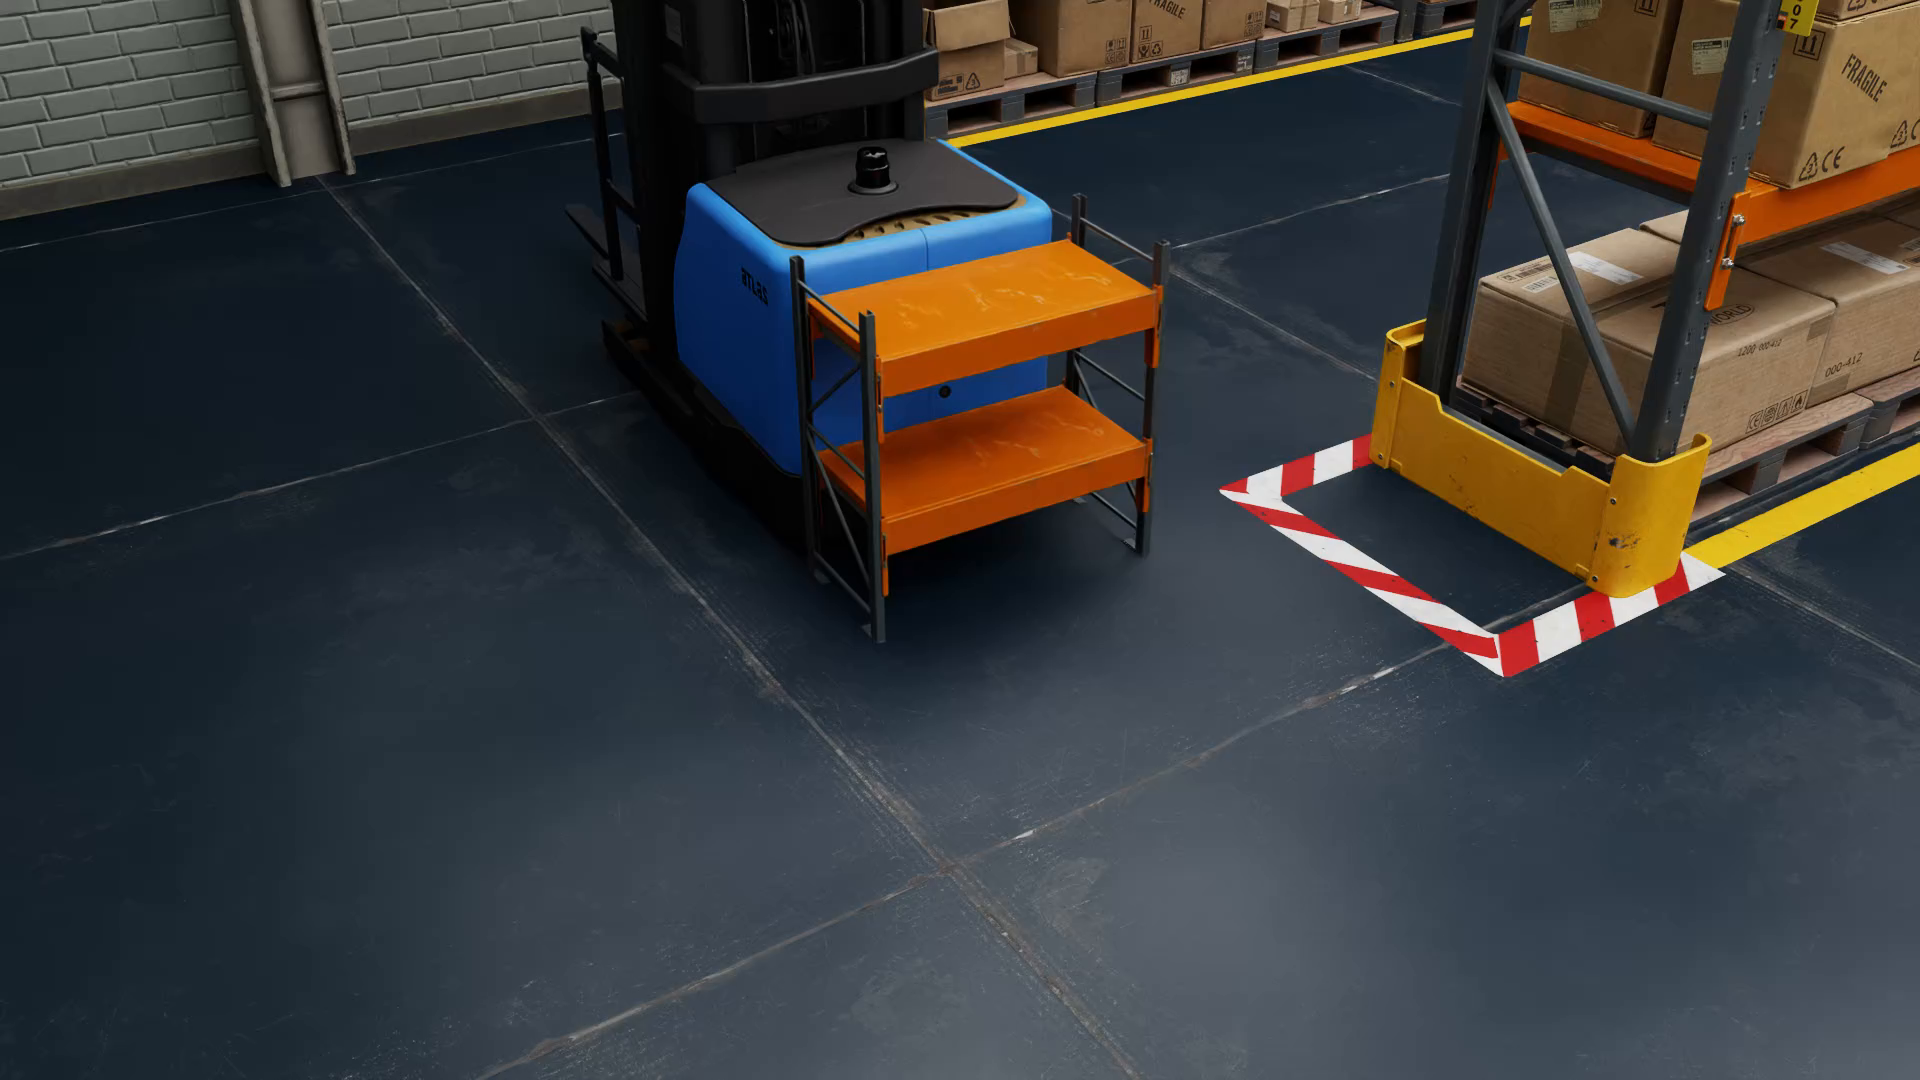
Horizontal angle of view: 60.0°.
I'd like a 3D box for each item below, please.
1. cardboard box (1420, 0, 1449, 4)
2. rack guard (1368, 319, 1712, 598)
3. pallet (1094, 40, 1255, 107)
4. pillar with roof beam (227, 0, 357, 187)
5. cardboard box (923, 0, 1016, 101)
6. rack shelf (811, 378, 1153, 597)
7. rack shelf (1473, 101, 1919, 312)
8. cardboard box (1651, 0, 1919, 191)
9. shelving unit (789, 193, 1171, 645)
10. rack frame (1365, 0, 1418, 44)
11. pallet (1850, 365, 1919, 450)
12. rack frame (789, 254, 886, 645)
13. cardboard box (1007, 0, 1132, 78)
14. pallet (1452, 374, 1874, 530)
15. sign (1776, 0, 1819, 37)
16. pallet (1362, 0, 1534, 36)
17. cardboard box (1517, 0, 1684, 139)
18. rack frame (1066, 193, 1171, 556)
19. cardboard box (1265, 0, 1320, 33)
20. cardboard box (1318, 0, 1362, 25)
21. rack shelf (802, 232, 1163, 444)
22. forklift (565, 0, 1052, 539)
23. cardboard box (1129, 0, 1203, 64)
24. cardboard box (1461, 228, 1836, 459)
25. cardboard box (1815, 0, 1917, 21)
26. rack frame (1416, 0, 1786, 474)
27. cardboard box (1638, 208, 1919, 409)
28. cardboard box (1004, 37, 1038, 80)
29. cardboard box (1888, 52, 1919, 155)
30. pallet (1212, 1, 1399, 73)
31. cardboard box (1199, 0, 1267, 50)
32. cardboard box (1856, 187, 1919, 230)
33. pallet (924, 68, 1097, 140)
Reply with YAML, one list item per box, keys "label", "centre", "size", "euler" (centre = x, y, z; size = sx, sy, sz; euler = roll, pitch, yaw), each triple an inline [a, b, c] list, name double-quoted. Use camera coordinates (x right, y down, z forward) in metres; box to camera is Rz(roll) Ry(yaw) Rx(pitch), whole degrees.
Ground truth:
- label: "cardboard box"
  centre: [3.188, -3.923, 11.107]
  size: [0.500, 0.500, 0.500]
  euler: [-17, 36, -25]
- label: "rack guard"
  centre: [1.970, -0.318, 5.786]
  size: [0.348, 0.500, 1.175]
  euler: [-19, 37, -27]
- label: "pallet"
  centre: [1.056, -3.031, 10.358]
  size: [1.213, 0.211, 1.003]
  euler: [-19, 37, -27]
- label: "pillar with roof beam"
  centre: [-1.124, -3.839, 3.401]
  size: [0.400, 9.000, 9.100]
  euler: [-19, 37, -27]
- label: "cardboard box"
  centre: [-0.137, -2.863, 9.424]
  size: [0.637, 0.503, 0.797]
  euler: [-21, 38, -29]
- label: "rack shelf"
  centre: [0.067, -0.195, 5.457]
  size: [1.000, 0.278, 0.538]
  euler: [-17, 36, -25]
- label: "rack shelf"
  centre: [3.671, -1.656, 6.239]
  size: [4.000, 0.370, 1.077]
  euler: [-19, 37, -27]
- label: "cardboard box"
  centre: [2.549, -1.435, 5.119]
  size: [0.500, 0.500, 0.500]
  euler: [-19, 37, -28]
- label: "shelving unit"
  centre: [0.066, -0.401, 5.327]
  size: [1.048, 1.125, 0.538]
  euler: [-17, 36, -25]
- label: "rack frame"
  centre: [2.660, -4.764, 10.490]
  size: [0.127, 3.000, 1.000]
  euler: [-19, 37, -27]
- label: "pallet"
  centre: [3.644, -0.820, 6.852]
  size: [1.213, 0.211, 1.003]
  euler: [-19, 37, -27]
- label: "rack frame"
  centre: [-0.373, -0.264, 5.111]
  size: [0.032, 1.125, 0.500]
  euler: [-17, 36, -25]
- label: "cardboard box"
  centre: [0.603, -3.092, 9.789]
  size: [0.500, 0.500, 0.700]
  euler: [-17, 36, -25]
- label: "pallet"
  centre: [2.620, -0.469, 6.296]
  size: [1.213, 0.211, 1.003]
  euler: [-19, 37, -27]
- label: "sign"
  centre: [2.286, -1.532, 4.481]
  size: [0.005, 0.325, 0.100]
  euler: [-19, 37, -27]
- label: "pallet"
  centre: [3.323, -3.836, 11.634]
  size: [1.213, 0.211, 1.003]
  euler: [-19, 37, -27]
- label: "cardboard box"
  centre: [2.252, -1.683, 5.513]
  size: [0.500, 0.500, 0.500]
  euler: [-19, 37, -27]
- label: "rack frame"
  centre: [0.506, -0.539, 5.542]
  size: [0.032, 1.125, 0.500]
  euler: [-17, 36, -25]
- label: "cardboard box"
  centre: [2.051, -3.389, 10.480]
  size: [0.258, 0.266, 0.396]
  euler: [-18, 36, -26]
- label: "cardboard box"
  centre: [2.351, -3.443, 10.675]
  size: [0.250, 0.149, 0.380]
  euler: [-20, 37, -29]
- label: "rack shelf"
  centre: [0.066, -0.649, 5.171]
  size: [1.000, 0.278, 0.538]
  euler: [-17, 36, -25]
- label: "forklift"
  centre: [-0.831, -2.004, 6.179]
  size: [1.130, 2.935, 3.031]
  euler: [-16, 36, -24]
- label: "cardboard box"
  centre: [1.101, -3.200, 9.960]
  size: [0.500, 0.500, 0.500]
  euler: [-18, 37, -26]
- label: "cardboard box"
  centre: [2.491, -0.712, 6.075]
  size: [0.875, 0.438, 0.875]
  euler: [-20, 38, -29]
- label: "cardboard box"
  centre: [2.548, -1.859, 4.854]
  size: [0.500, 0.500, 0.500]
  euler: [-20, 37, -28]
- label: "rack frame"
  centre: [1.990, -1.383, 5.130]
  size: [0.127, 3.000, 1.000]
  euler: [-19, 37, -27]
- label: "cardboard box"
  centre: [3.256, -0.980, 6.501]
  size: [0.875, 0.438, 0.875]
  euler: [-18, 36, -26]
- label: "cardboard box"
  centre: [0.241, -2.819, 9.686]
  size: [0.250, 0.149, 0.380]
  euler: [-21, 38, -29]
- label: "cardboard box"
  centre: [2.959, -1.594, 5.371]
  size: [0.500, 0.500, 0.500]
  euler: [-20, 37, -28]
- label: "pallet"
  centre: [2.082, -3.386, 10.920]
  size: [1.213, 0.211, 1.003]
  euler: [-19, 37, -27]
- label: "cardboard box"
  centre: [1.475, -3.392, 10.265]
  size: [0.500, 0.500, 0.700]
  euler: [-20, 38, -29]
- label: "cardboard box"
  centre: [4.014, -1.240, 6.913]
  size: [0.875, 0.438, 0.875]
  euler: [-20, 37, -29]
- label: "pallet"
  centre: [0.031, -2.681, 9.802]
  size: [1.213, 0.211, 1.003]
  euler: [-19, 37, -27]
